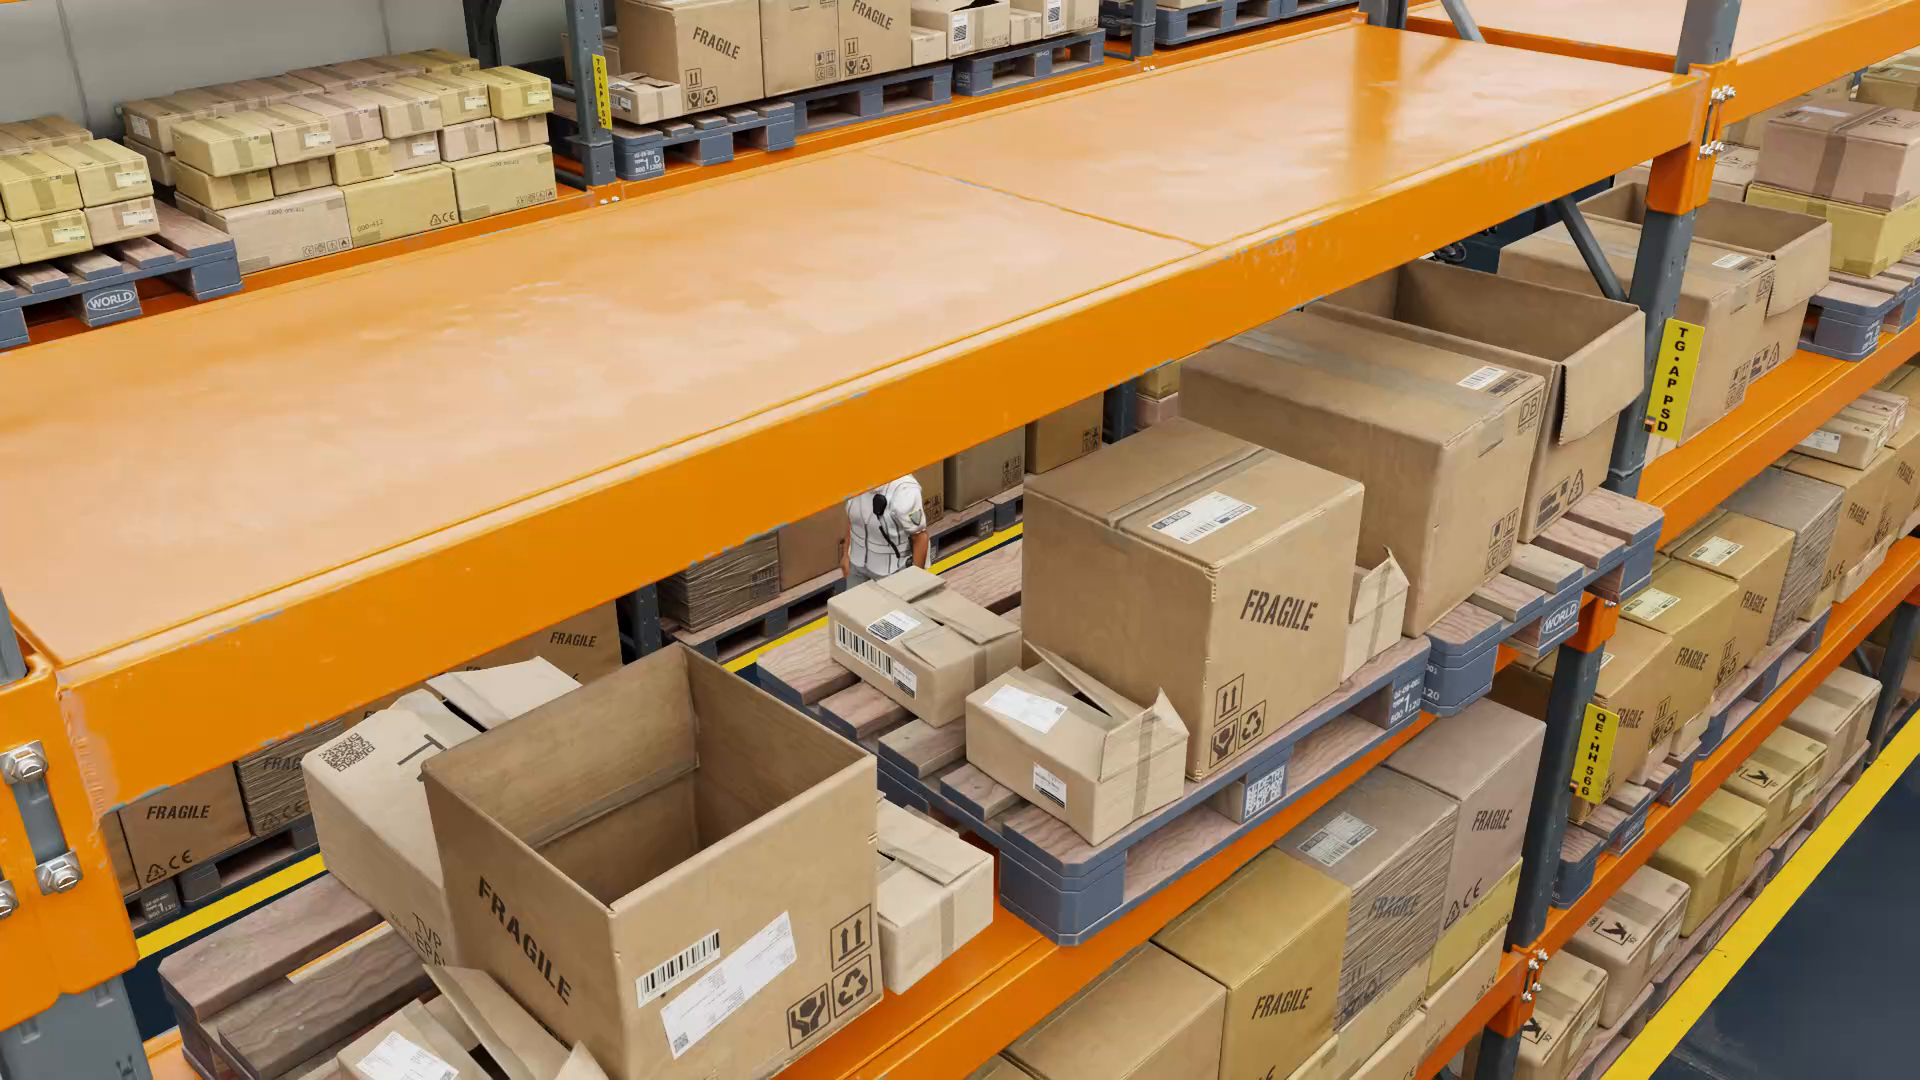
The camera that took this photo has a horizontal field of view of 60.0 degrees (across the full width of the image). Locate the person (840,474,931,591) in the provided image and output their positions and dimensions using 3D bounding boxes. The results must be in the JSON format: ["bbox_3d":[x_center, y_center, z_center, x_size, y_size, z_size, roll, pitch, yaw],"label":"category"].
[{"bbox_3d":[-0.418,0.159,8.599,0.560,1.665,0.469,22,35,35],"label":"person"}]
